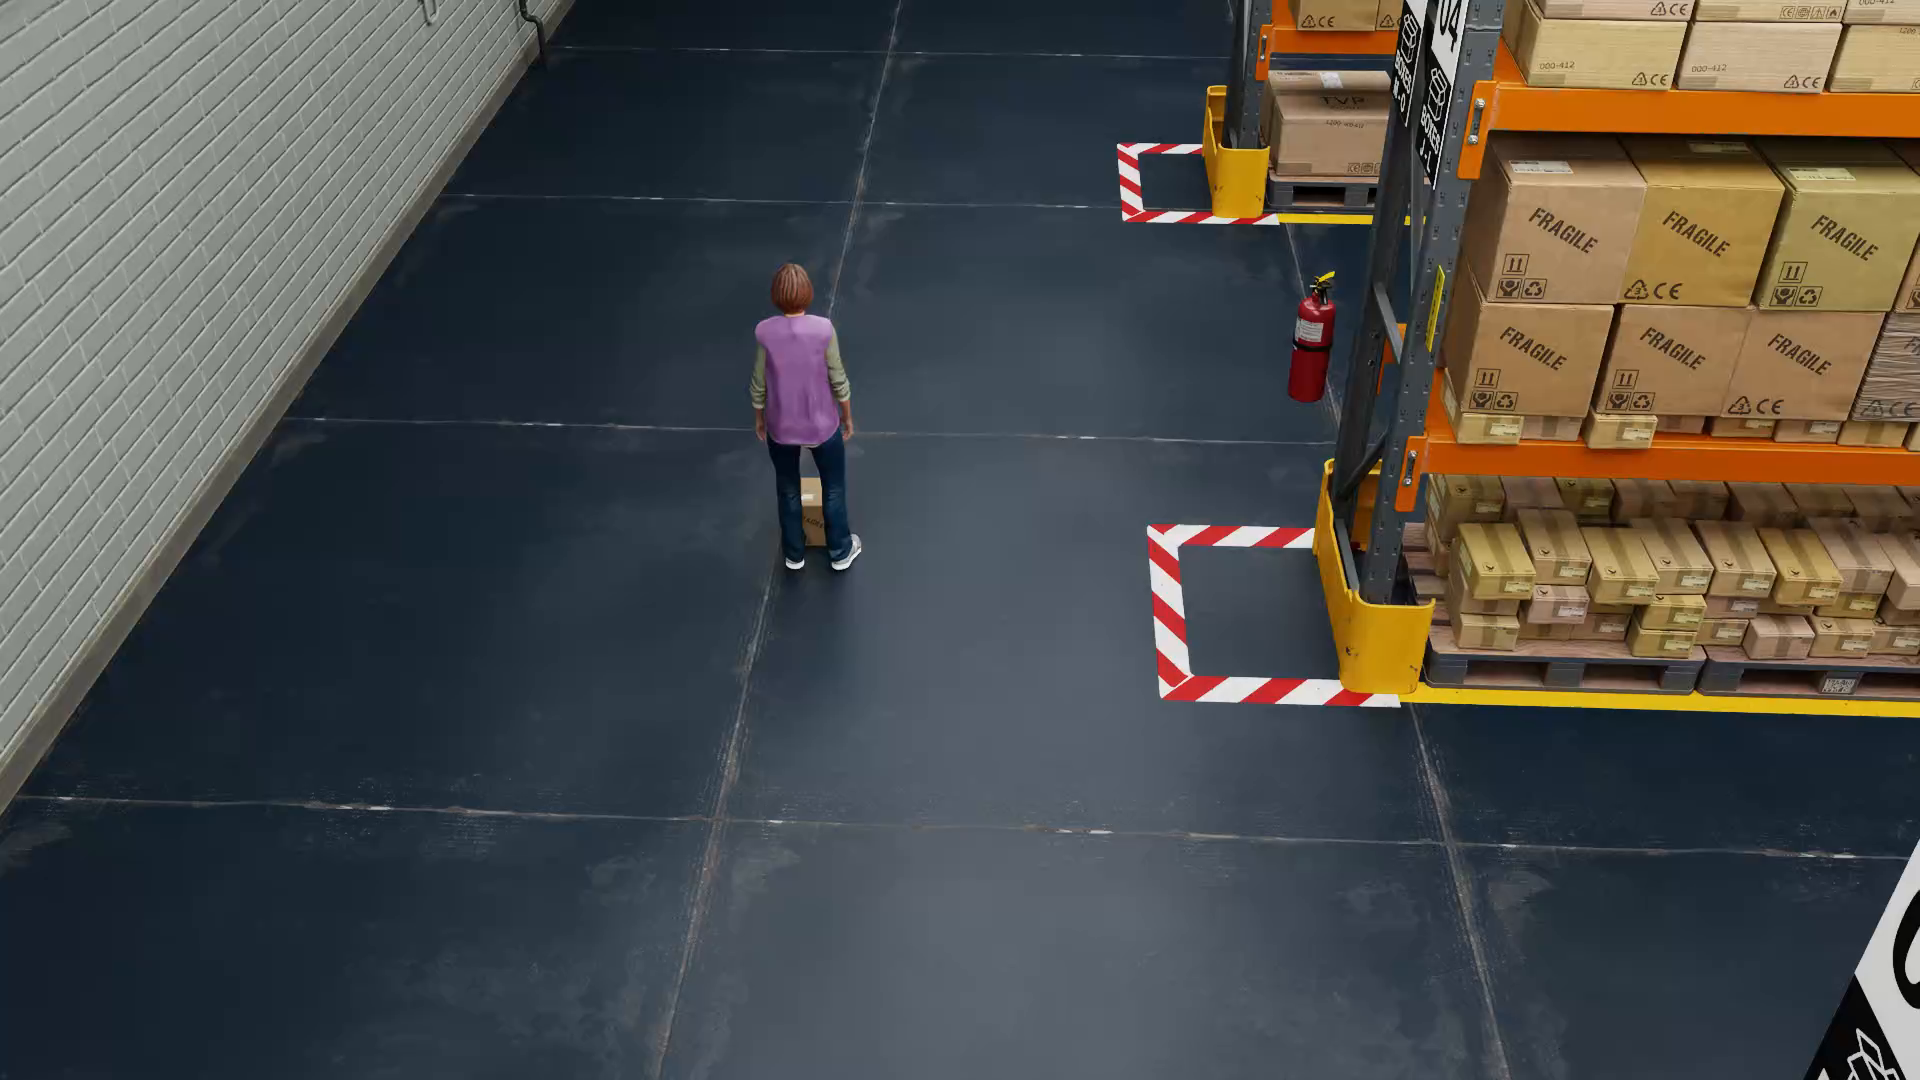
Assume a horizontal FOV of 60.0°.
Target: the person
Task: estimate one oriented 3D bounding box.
[{"bbox_3d":[-0.738,-0.545,7.867,0.476,1.593,0.348,1,36,1],"label":"person"}]
